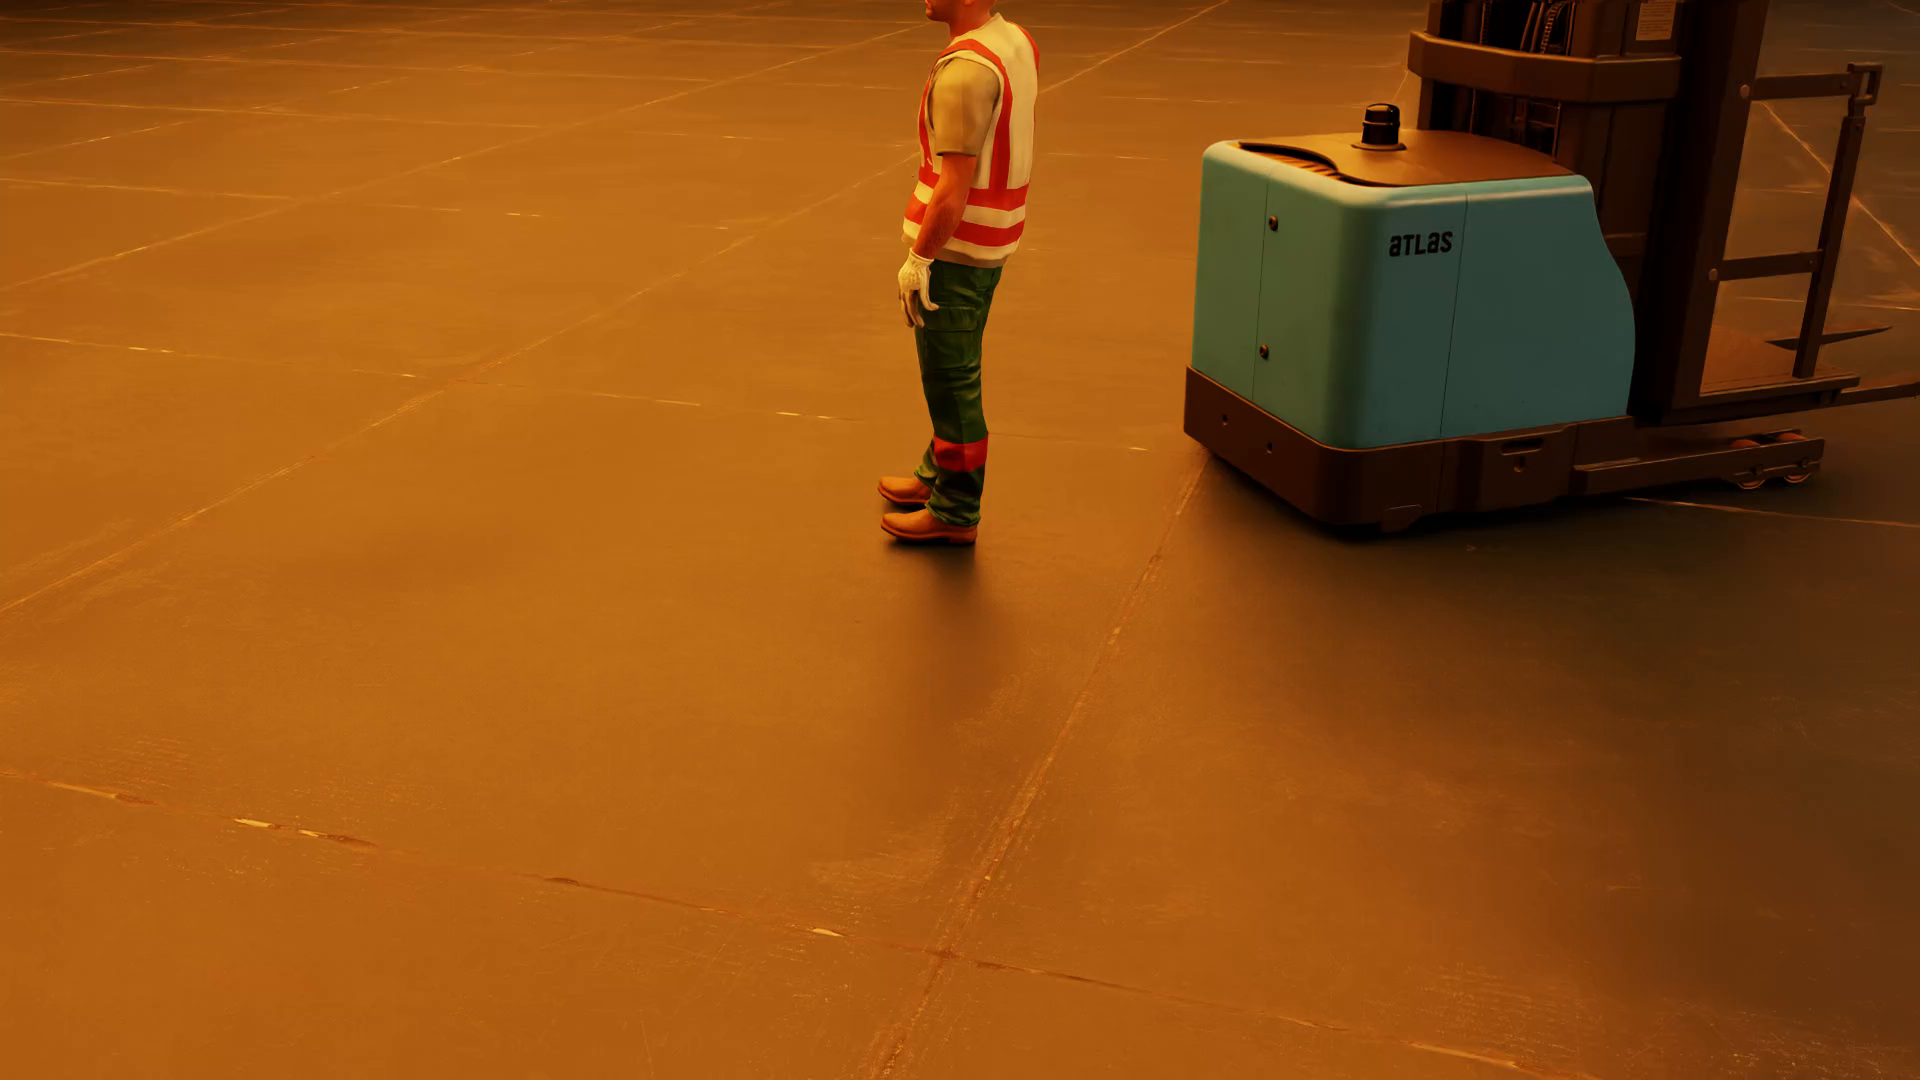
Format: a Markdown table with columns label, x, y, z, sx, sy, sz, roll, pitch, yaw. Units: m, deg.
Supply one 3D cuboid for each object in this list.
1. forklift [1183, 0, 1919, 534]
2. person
| label | x | y | z | sx | sy | sz | roll | pitch | yaw |
| --- | --- | --- | --- | --- | --- | --- | --- | --- | --- |
| forklift | 2.361 | -1.703 | 5.404 | 3.031 | 2.935 | 1.130 | -8 | 24 | -18 |
| person | -0.073 | -0.848 | 4.810 | 0.563 | 1.788 | 0.638 | 7 | 23 | 16 |
